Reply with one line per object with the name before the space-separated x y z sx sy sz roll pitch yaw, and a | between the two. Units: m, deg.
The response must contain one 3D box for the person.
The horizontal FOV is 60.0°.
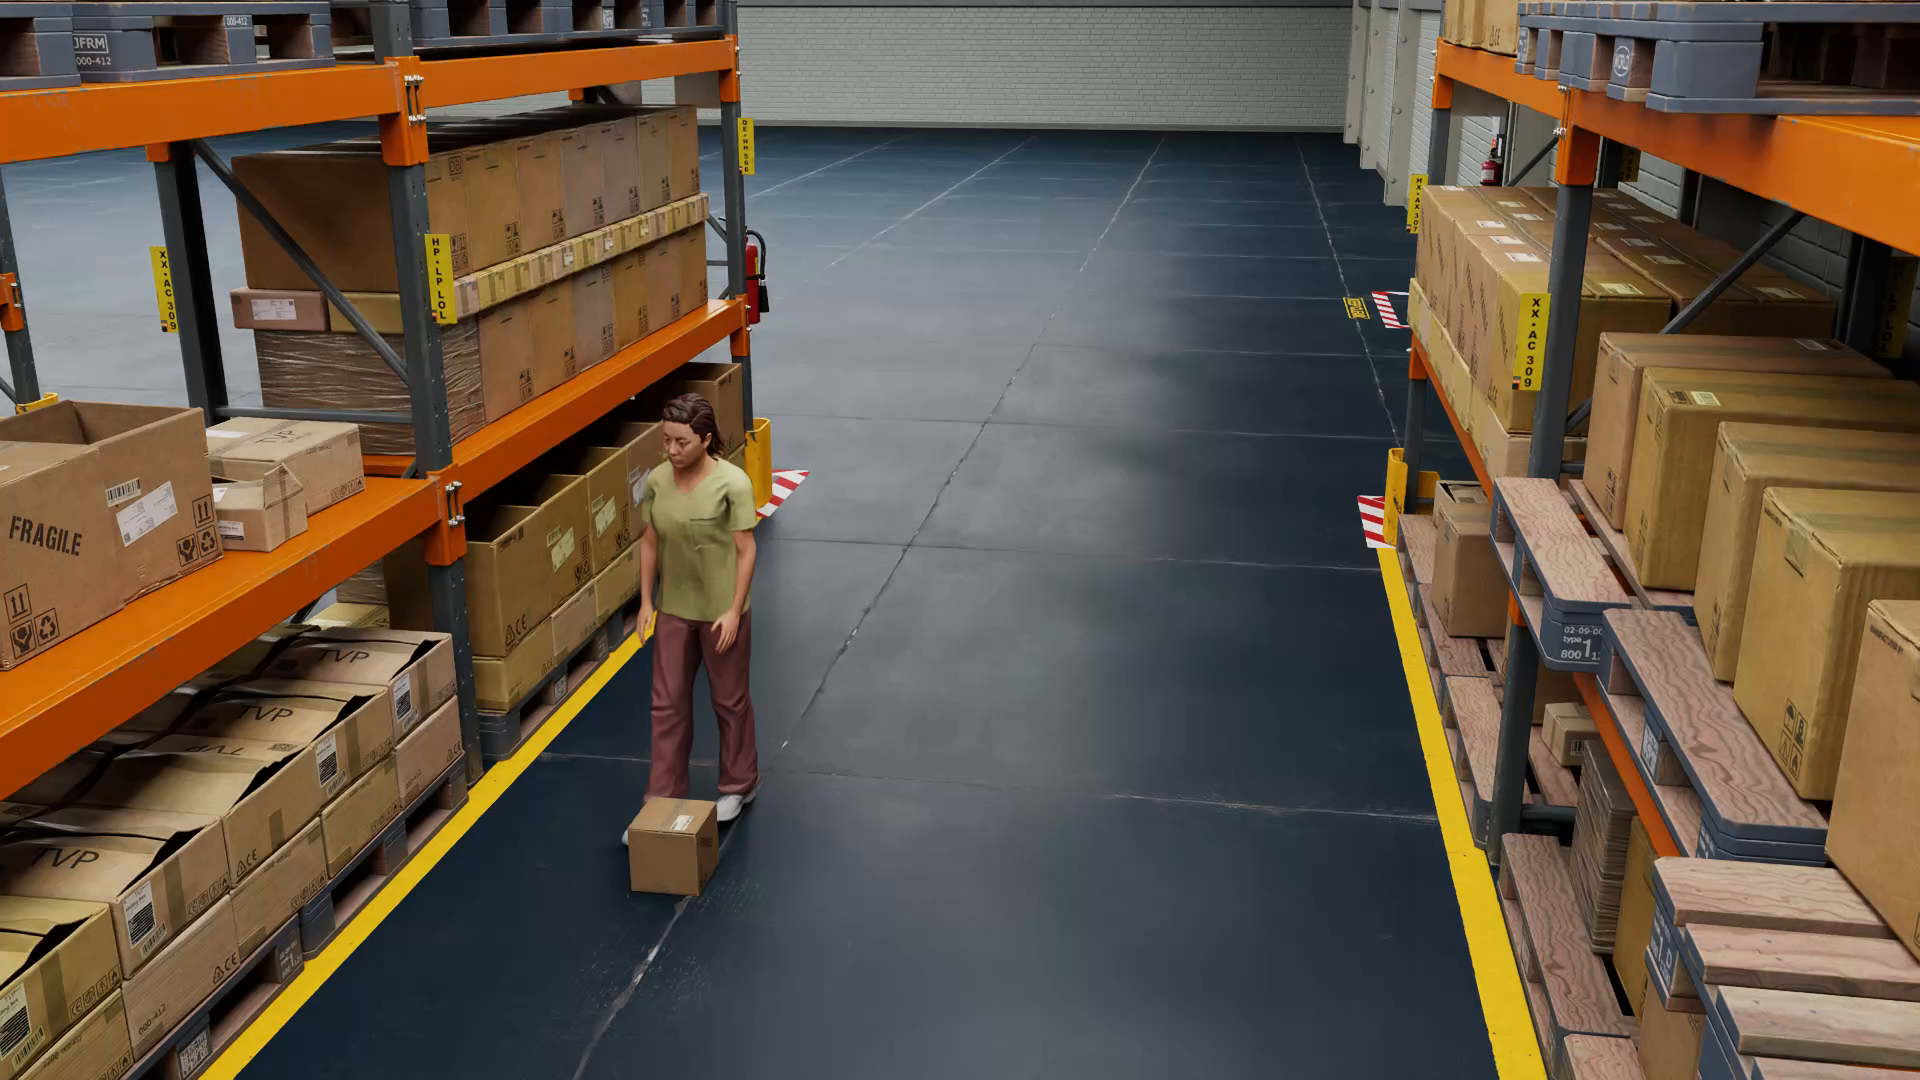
person | -0.986 0.288 6.135 0.464 1.681 0.544 5 19 16
